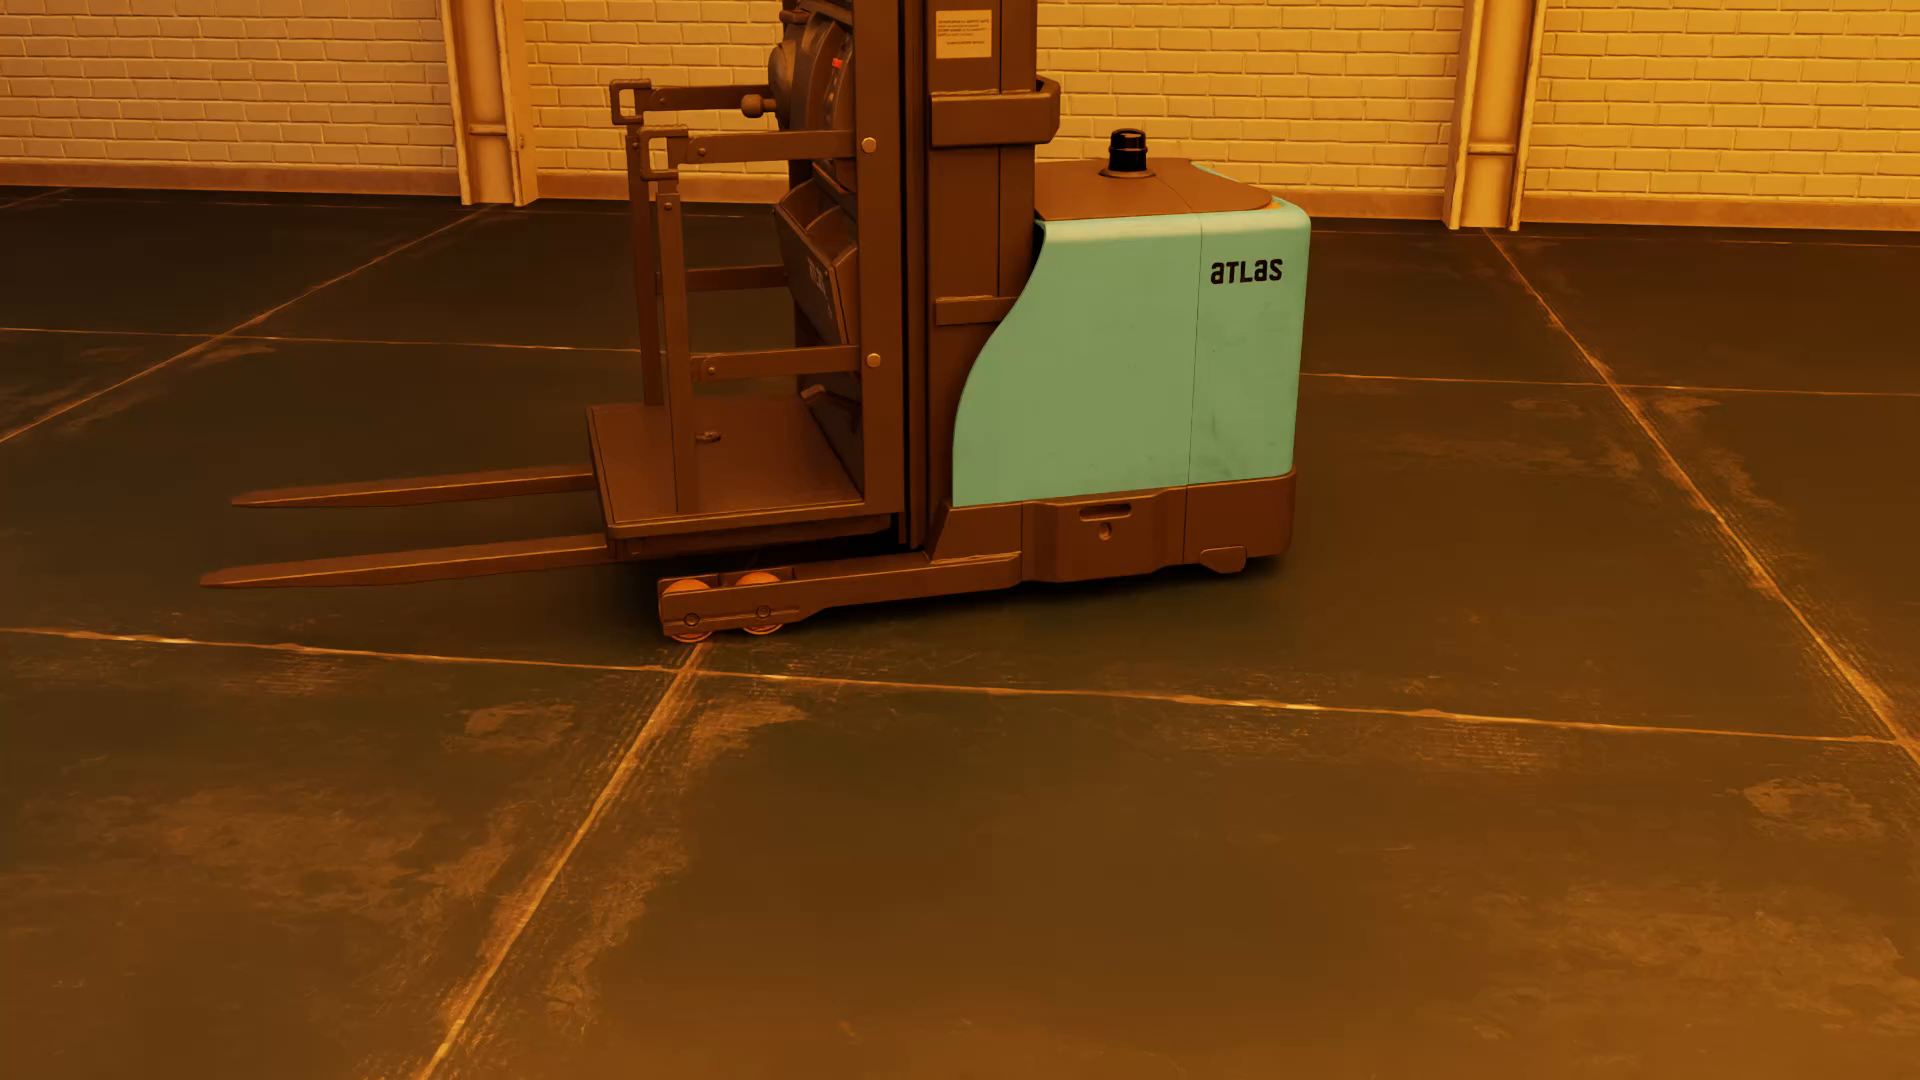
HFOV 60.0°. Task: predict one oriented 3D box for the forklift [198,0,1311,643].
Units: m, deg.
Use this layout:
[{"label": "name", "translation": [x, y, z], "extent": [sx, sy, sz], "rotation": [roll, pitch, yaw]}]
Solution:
[{"label": "forklift", "translation": [-0.588, -1.301, 4.485], "extent": [3.031, 2.935, 1.130], "rotation": [-6, 23, -14]}]
